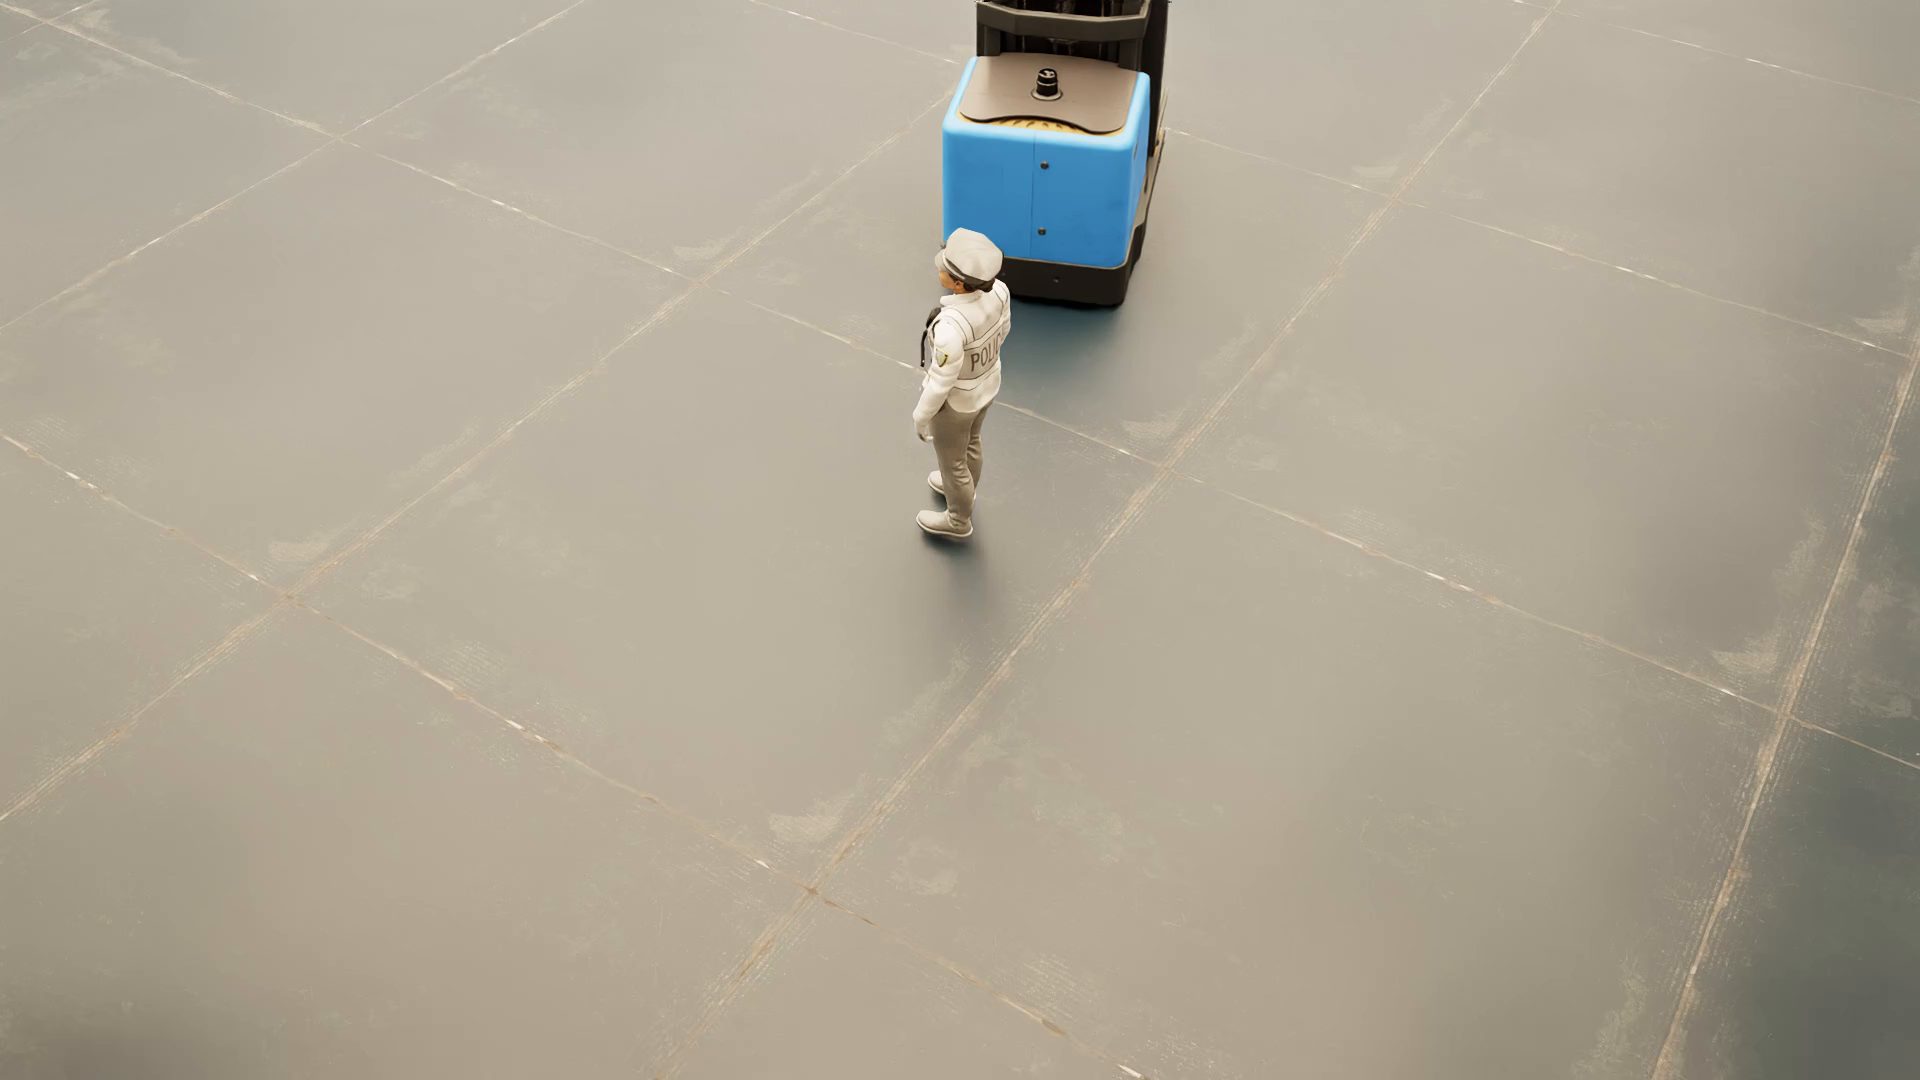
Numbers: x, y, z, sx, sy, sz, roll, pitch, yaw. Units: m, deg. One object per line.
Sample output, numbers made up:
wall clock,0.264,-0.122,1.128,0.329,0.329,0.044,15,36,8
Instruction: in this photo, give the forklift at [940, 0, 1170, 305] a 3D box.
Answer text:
forklift,0.686,-3.399,9.433,1.130,2.935,3.031,8,44,8

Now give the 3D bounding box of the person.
person,-0.054,-0.678,7.394,0.531,1.695,0.587,24,48,23
